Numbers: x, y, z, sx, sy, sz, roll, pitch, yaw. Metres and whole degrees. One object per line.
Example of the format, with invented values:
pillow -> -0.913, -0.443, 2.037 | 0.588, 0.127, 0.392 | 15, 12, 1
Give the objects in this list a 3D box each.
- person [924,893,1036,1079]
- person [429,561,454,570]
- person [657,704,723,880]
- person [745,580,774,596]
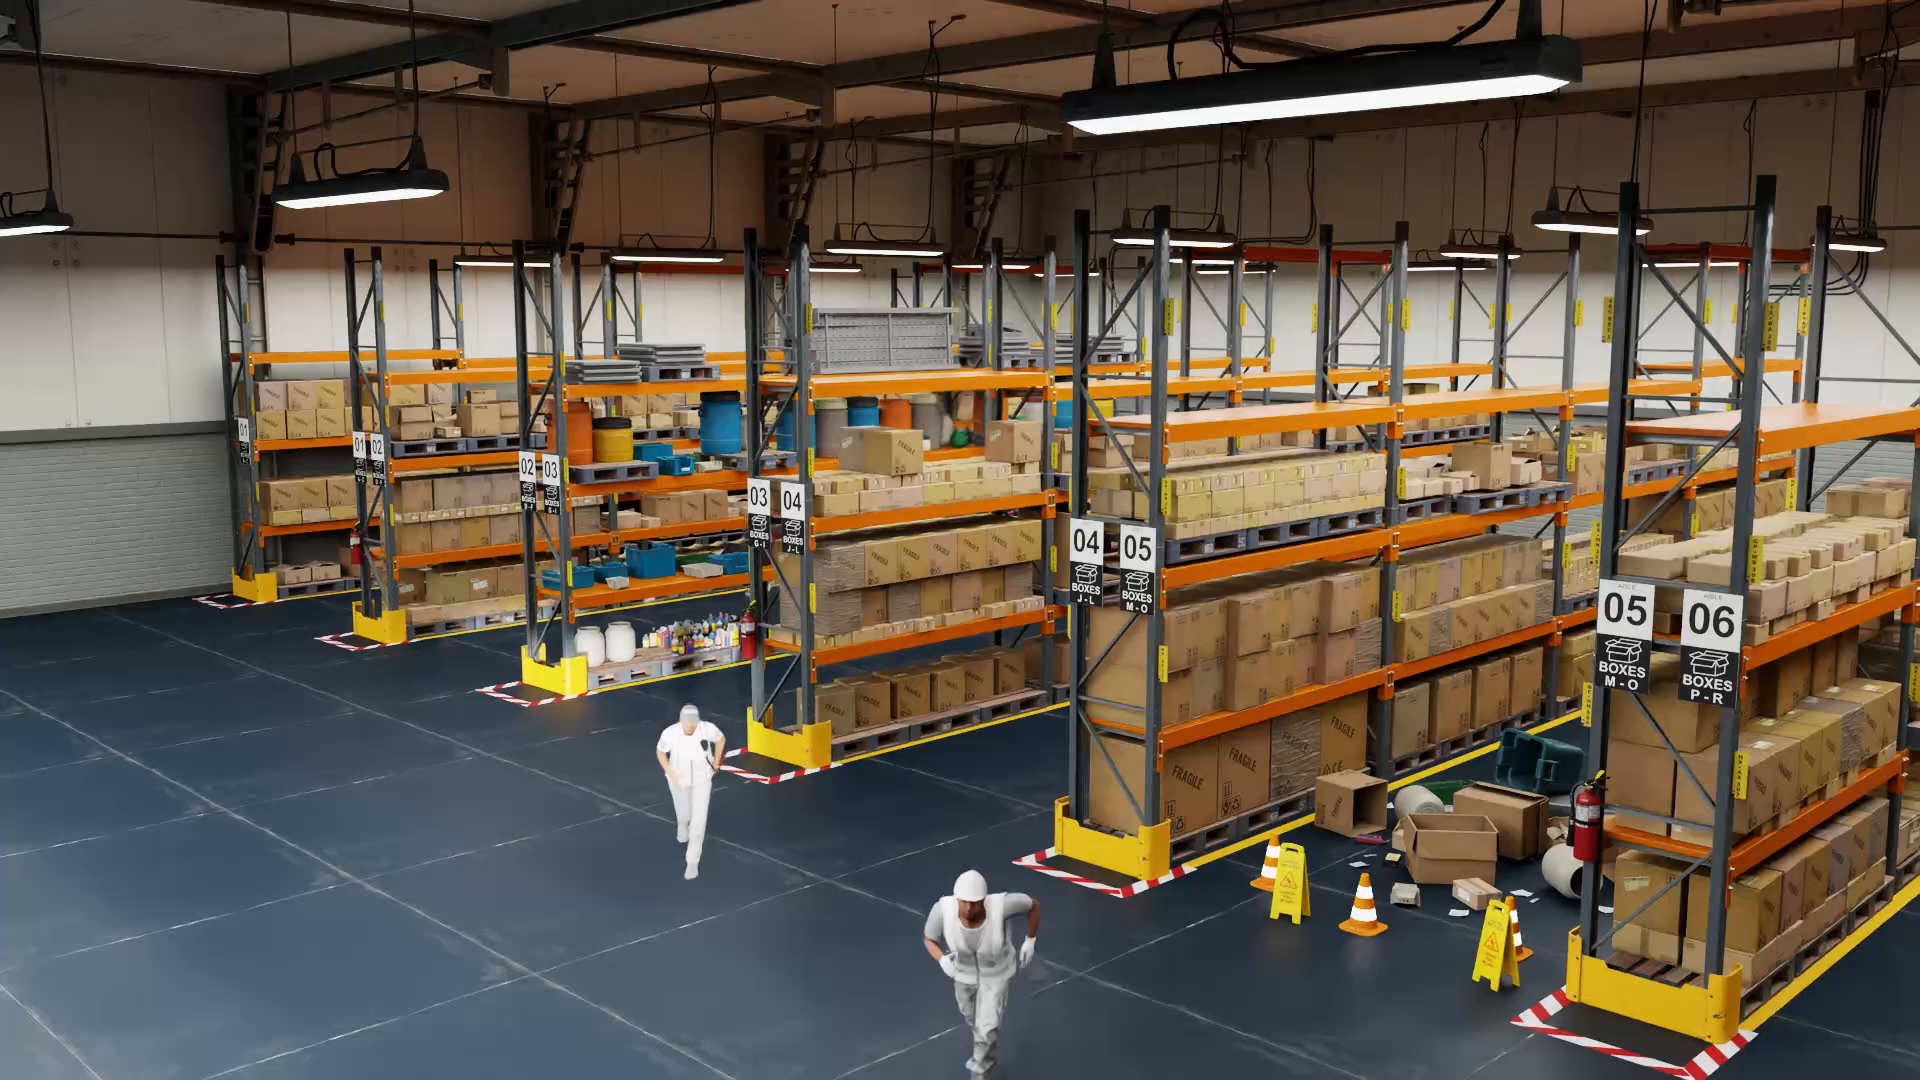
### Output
person -> 0.144, 2.863, 10.745 | 0.694, 1.350, 0.978 | 1, 8, 10
person -> -9.109, 0.180, 29.514 | 0.693, 1.466, 0.760 | 3, 9, 19
person -> -2.501, 2.240, 15.378 | 0.596, 1.626, 1.008 | -2, 8, -15
person -> -3.399, 0.280, 28.018 | 0.344, 1.297, 0.887 | 4, 9, 28
